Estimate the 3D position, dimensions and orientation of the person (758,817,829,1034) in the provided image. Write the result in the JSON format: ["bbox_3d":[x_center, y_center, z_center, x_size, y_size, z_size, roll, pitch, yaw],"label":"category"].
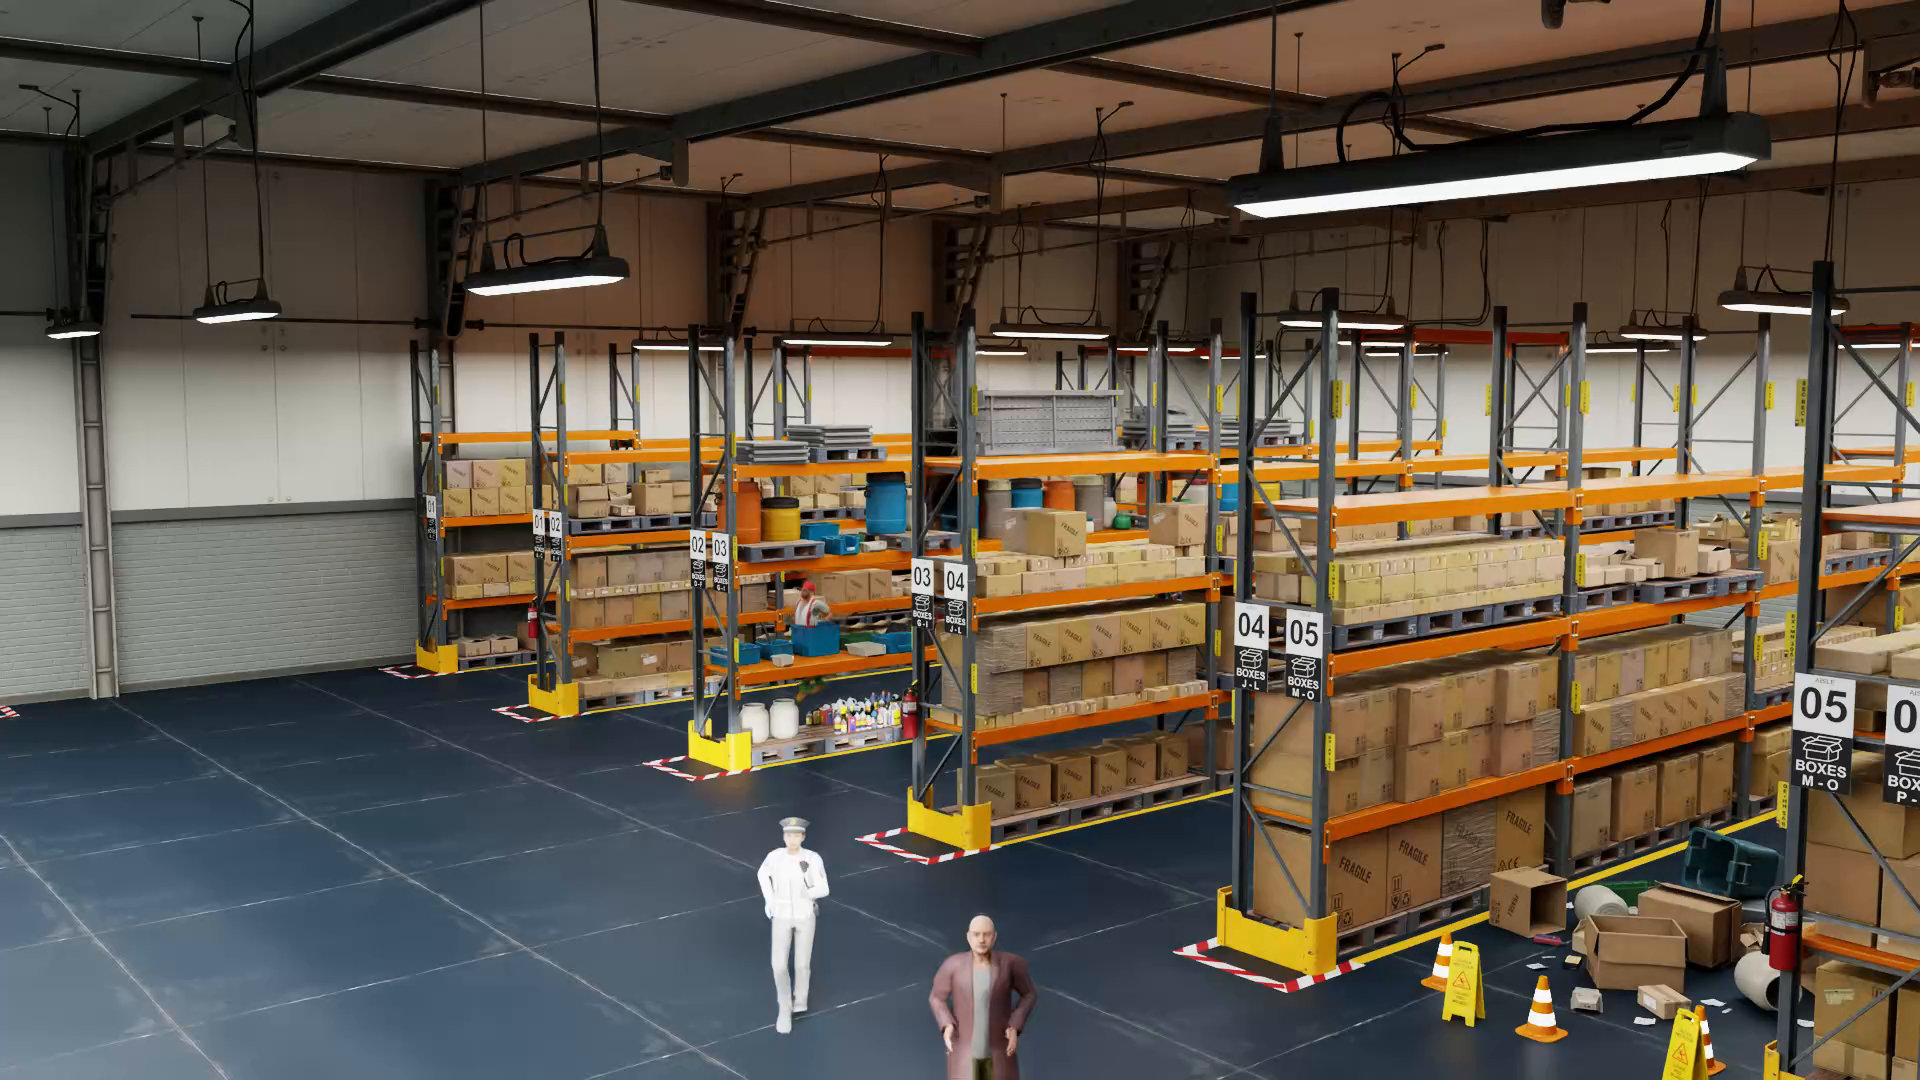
[{"bbox_3d":[-1.350,3.088,13.427,0.590,1.744,0.683,0,5,-2],"label":"person"}]

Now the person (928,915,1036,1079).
[{"bbox_3d":[0.141,3.398,10.825,0.706,1.532,0.663,0,5,3],"label":"person"}]

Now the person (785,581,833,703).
[{"bbox_3d":[-2.390,1.574,25.987,0.740,1.869,0.638,-5,7,-44],"label":"person"}]
